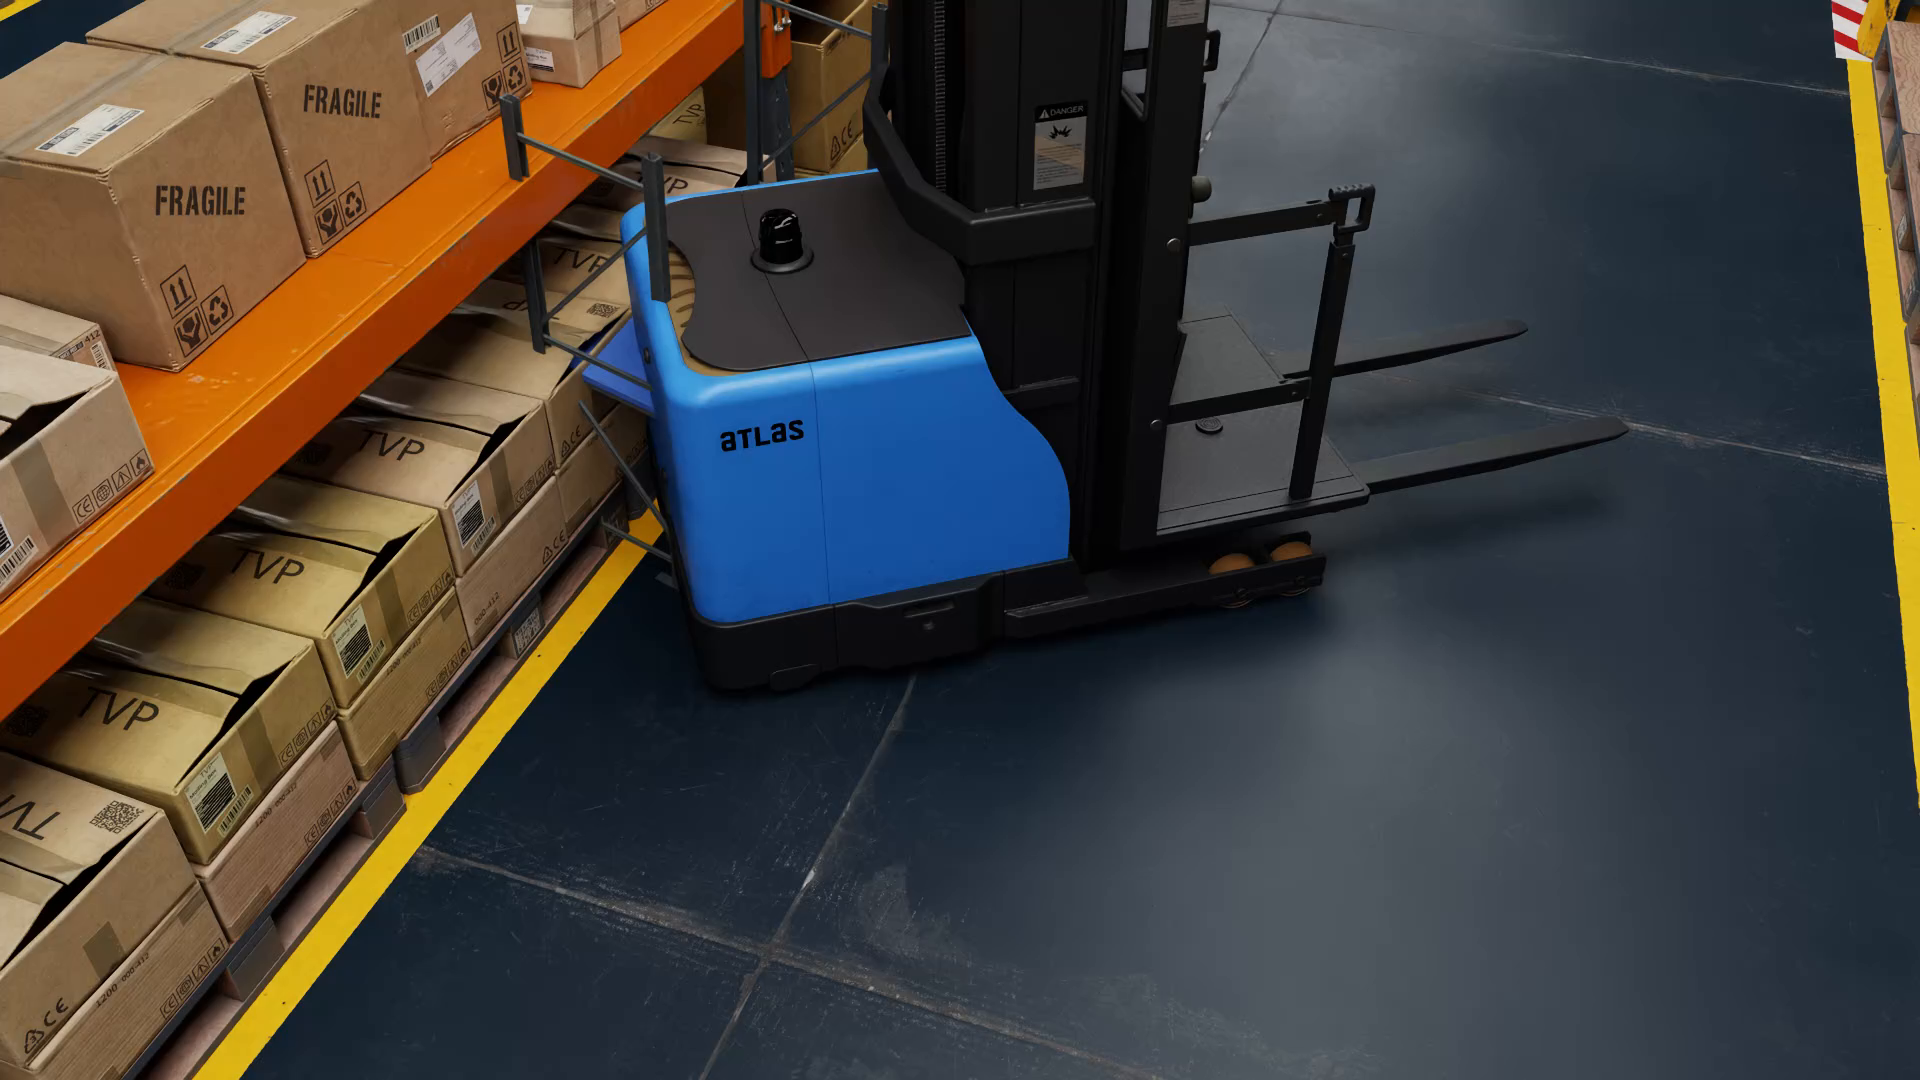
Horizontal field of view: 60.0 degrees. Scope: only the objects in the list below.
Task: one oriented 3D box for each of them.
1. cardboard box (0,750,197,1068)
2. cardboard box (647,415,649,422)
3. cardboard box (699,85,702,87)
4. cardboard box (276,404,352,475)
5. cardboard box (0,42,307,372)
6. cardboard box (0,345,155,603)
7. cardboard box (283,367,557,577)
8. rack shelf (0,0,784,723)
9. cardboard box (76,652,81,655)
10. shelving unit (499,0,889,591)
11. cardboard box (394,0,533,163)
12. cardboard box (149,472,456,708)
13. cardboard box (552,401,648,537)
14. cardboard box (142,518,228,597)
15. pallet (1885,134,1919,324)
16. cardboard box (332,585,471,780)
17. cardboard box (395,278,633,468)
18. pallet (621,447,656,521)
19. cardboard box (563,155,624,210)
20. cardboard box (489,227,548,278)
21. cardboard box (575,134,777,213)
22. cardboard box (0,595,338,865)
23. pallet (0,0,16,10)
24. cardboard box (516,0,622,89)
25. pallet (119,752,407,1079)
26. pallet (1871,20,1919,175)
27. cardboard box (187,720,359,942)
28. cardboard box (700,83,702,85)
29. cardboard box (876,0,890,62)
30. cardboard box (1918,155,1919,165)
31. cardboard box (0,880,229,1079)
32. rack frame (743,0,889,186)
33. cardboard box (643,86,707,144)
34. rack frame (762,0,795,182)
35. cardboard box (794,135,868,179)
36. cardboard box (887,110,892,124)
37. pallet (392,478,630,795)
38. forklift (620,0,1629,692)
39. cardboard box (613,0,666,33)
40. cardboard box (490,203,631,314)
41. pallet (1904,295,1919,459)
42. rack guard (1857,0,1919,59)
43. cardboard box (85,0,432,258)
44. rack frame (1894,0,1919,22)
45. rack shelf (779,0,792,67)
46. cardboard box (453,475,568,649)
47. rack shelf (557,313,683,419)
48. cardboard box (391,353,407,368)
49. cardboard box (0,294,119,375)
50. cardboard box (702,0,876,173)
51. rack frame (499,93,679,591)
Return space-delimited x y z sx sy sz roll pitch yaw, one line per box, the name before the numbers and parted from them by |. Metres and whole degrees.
cardboard box | -1.996 0.726 3.451 0.500 0.311 0.500 15 43 17
cardboard box | -1.128 -0.621 5.461 0.500 0.250 0.500 13 42 14
cardboard box | -0.950 -1.880 6.938 0.500 0.250 0.500 13 42 15
cardboard box | -1.983 -0.325 4.682 0.500 0.311 0.500 14 43 16
cardboard box | -1.893 -0.758 3.750 0.500 0.500 0.500 11 42 13
cardboard box | -1.964 -0.161 3.197 0.500 0.311 0.500 13 42 15
cardboard box | -1.473 -0.220 4.560 0.500 0.311 0.500 13 42 15
rack shelf | -1.767 -0.639 4.242 1.077 0.370 4.000 13 42 15
cardboard box | -2.332 0.288 3.965 0.500 0.311 0.500 13 42 14
shelving unit | -0.730 -0.772 4.967 0.538 1.500 1.048 25 47 20
cardboard box | -1.542 -1.384 4.484 0.500 0.500 0.500 16 43 18
cardboard box | -1.648 0.093 4.193 0.500 0.311 0.500 12 42 14
cardboard box | -1.302 -0.309 5.095 0.500 0.250 0.500 14 42 16
cardboard box | -2.157 -0.020 4.325 0.500 0.311 0.500 13 42 15
pallet | 4.185 -1.138 6.422 1.003 0.211 1.213 13 42 15
cardboard box | -1.653 0.314 4.366 0.500 0.250 0.500 12 42 14
cardboard box | -1.298 -0.526 4.919 0.500 0.311 0.500 13 42 15
pallet | -1.299 -0.613 5.806 1.003 0.211 1.213 13 42 15
cardboard box | -1.459 -1.263 5.782 0.500 0.311 0.500 13 42 15
cardboard box | -1.635 -0.958 5.425 0.500 0.311 0.500 13 42 15
cardboard box | -0.953 -1.149 5.648 0.500 0.311 0.500 13 42 15
cardboard box | -1.825 0.404 3.829 0.500 0.311 0.500 12 42 14
pallet | -5.468 -2.574 8.104 1.003 0.211 1.213 13 42 15
cardboard box | -1.212 -1.504 4.805 0.396 0.266 0.258 12 42 14
pallet | -2.133 0.875 4.062 1.003 0.211 1.213 13 42 15
pallet | 4.604 -1.880 7.291 1.003 0.211 1.213 13 42 15
cardboard box | -1.825 0.633 3.992 0.500 0.250 0.500 12 42 14
cardboard box | -0.948 -2.165 6.694 0.500 0.500 0.500 13 42 15
cardboard box | -0.467 -2.051 6.561 0.500 0.500 0.500 13 42 15
cardboard box | 4.127 -1.505 6.290 0.700 0.500 0.500 11 42 12
cardboard box | -1.996 0.939 3.633 0.500 0.250 0.500 13 42 15
rack frame | -0.466 -1.059 5.292 0.500 1.500 0.032 25 47 20
cardboard box | -1.130 -1.577 6.583 0.500 0.250 0.500 13 42 15
rack frame | -1.084 -2.132 5.438 1.000 3.000 0.127 13 42 15
cardboard box | -0.640 -1.462 6.447 0.500 0.250 0.500 13 42 15
cardboard box | -0.464 -1.765 6.803 0.500 0.250 0.500 13 42 15
pallet | -1.714 0.133 4.931 1.003 0.211 1.213 13 42 15
forklift | 0.597 -1.229 4.432 3.031 2.935 1.130 -11 42 -12
cardboard box | -1.211 -1.765 5.124 0.500 0.250 0.500 16 43 18
cardboard box | -1.125 -0.830 5.275 0.500 0.311 0.500 14 43 16
pallet | 3.769 -0.392 5.547 1.003 0.211 1.213 13 42 15
rack guard | 4.915 -2.478 7.769 1.175 0.500 0.348 13 42 15
cardboard box | -1.713 -1.079 4.126 0.500 0.500 0.500 13 42 15
rack frame | 4.941 -3.475 7.012 1.000 3.000 0.127 13 42 15
rack shelf | -0.400 -3.078 7.101 1.077 0.370 4.000 13 42 15
cardboard box | -1.477 0.002 4.732 0.500 0.250 0.500 14 42 16
rack shelf | -0.743 -0.643 5.091 0.538 0.185 1.000 25 47 20
cardboard box | -1.811 -0.643 5.055 0.500 0.311 0.500 12 42 14
cardboard box | -2.068 -0.387 3.587 0.380 0.149 0.250 16 43 18
cardboard box | -0.631 -1.745 6.201 0.500 0.500 0.500 13 42 15
rack frame | -0.995 -0.485 4.641 0.500 1.500 0.032 25 47 20
